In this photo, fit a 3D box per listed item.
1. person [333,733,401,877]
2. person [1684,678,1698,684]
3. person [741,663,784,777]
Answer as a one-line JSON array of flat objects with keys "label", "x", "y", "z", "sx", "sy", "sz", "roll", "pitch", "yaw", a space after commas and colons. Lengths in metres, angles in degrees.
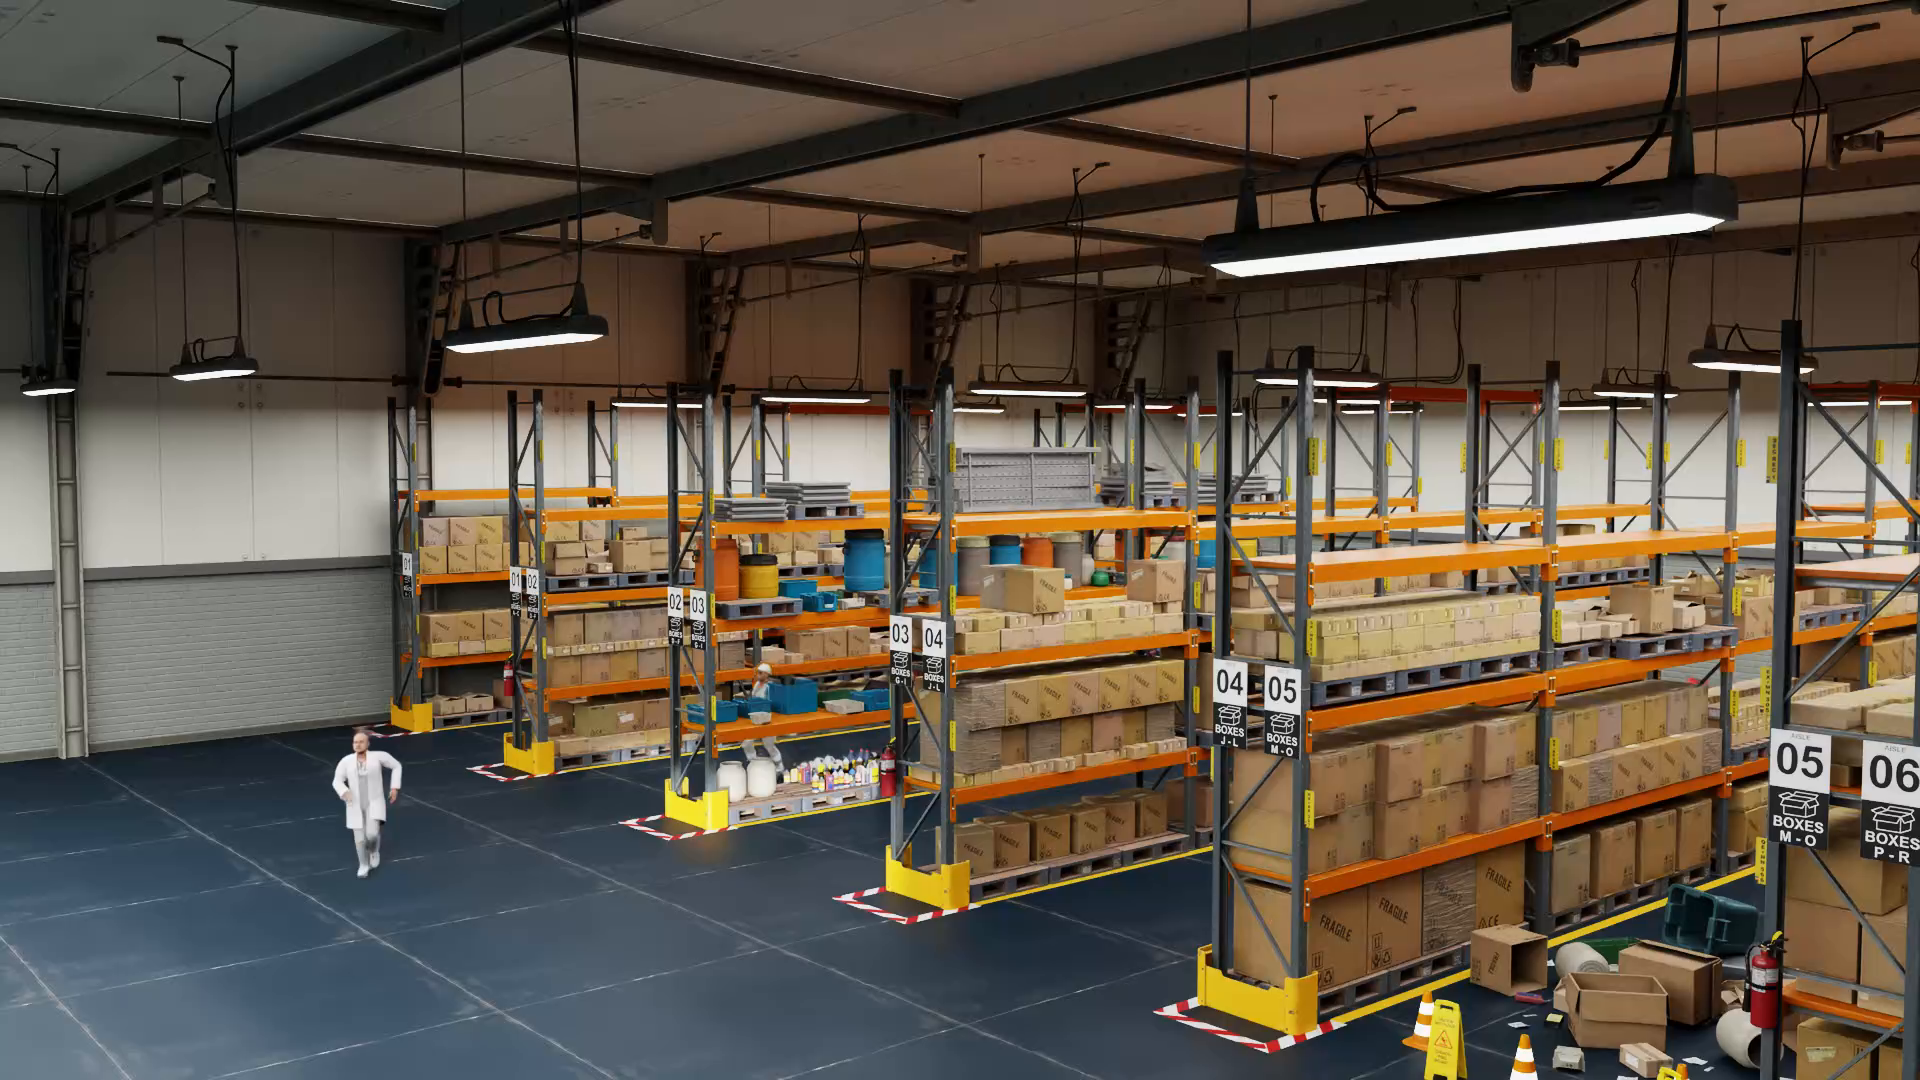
[{"label": "person", "x": -7.027, "y": 3.148, "z": 19.688, "sx": 0.741, "sy": 1.738, "sz": 0.766, "roll": -1, "pitch": 3, "yaw": -9}, {"label": "person", "x": 10.470, "y": 2.877, "z": 23.864, "sx": 0.711, "sy": 1.793, "sz": 0.639, "roll": -2, "pitch": 4, "yaw": -34}, {"label": "person", "x": -3.022, "y": 2.794, "z": 25.340, "sx": 0.644, "sy": 1.830, "sz": 0.752, "roll": 3, "pitch": 4, "yaw": 41}]
